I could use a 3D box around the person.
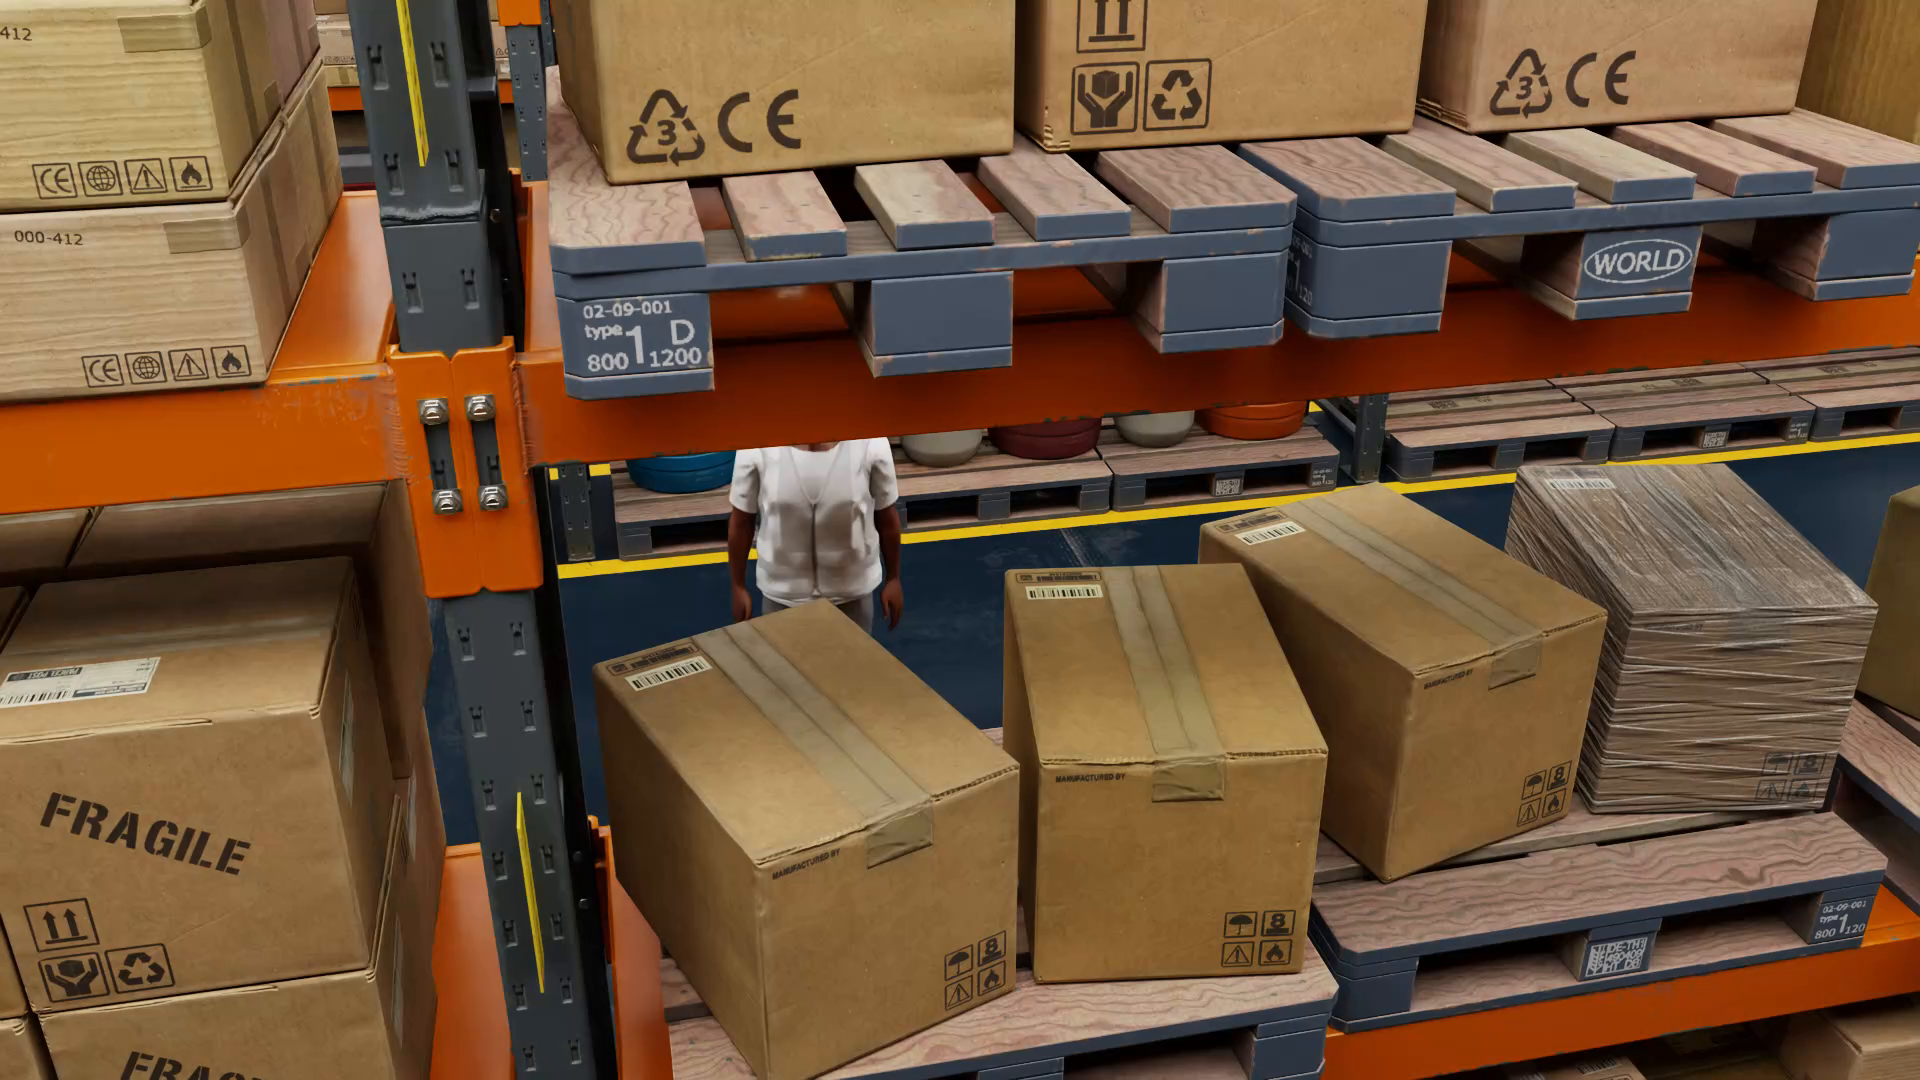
[{"bbox_3d":[-0.496,0.158,5.756,0.601,1.769,0.513,-1,27,-2],"label":"person"}]
